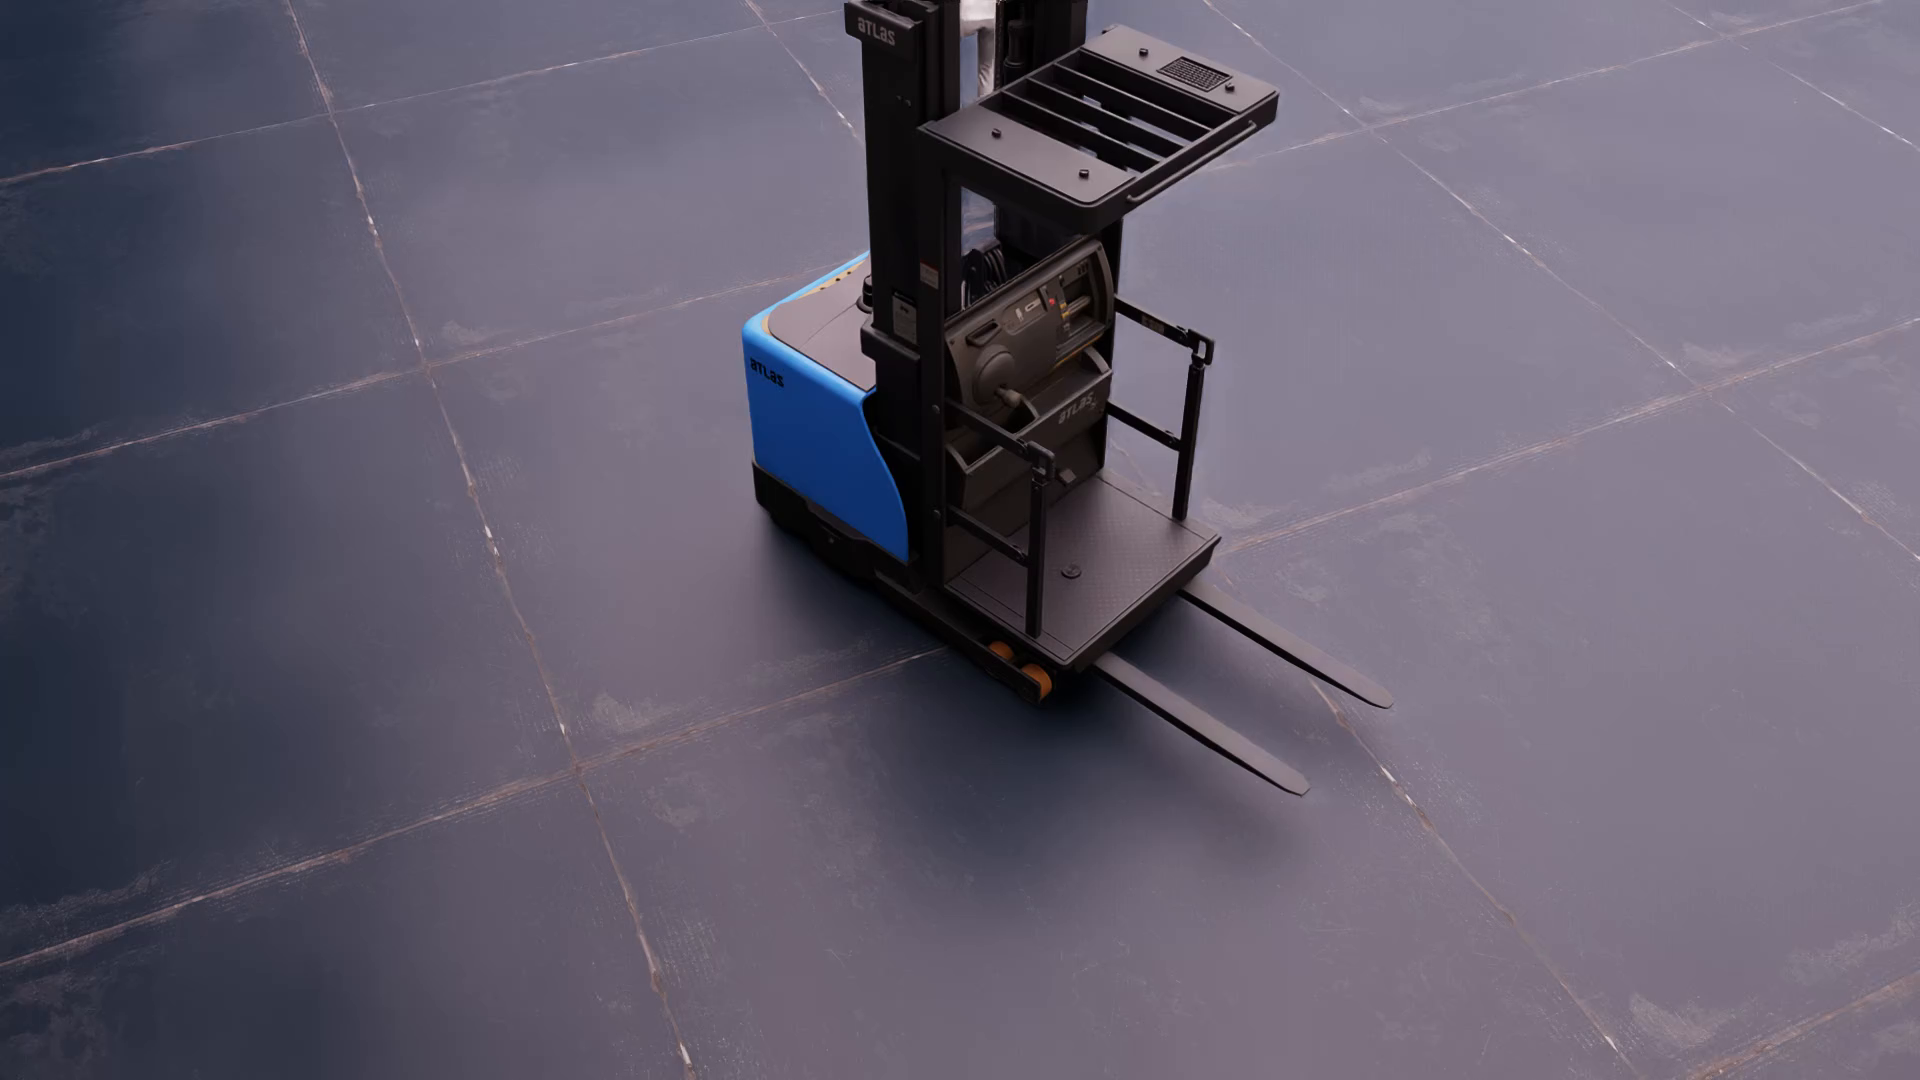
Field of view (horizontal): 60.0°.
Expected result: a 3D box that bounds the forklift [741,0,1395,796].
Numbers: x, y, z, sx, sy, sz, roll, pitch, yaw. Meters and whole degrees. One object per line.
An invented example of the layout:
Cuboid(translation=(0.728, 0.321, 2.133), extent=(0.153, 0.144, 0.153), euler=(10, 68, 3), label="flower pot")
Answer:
Cuboid(translation=(0.445, -0.788, 6.525), extent=(3.031, 2.935, 1.130), euler=(32, 52, 30), label="forklift")

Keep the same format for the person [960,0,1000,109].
Cuboid(translation=(0.074, -3.195, 10.045), extent=(0.624, 1.652, 0.432), euler=(-8, 44, -9), label="person")
